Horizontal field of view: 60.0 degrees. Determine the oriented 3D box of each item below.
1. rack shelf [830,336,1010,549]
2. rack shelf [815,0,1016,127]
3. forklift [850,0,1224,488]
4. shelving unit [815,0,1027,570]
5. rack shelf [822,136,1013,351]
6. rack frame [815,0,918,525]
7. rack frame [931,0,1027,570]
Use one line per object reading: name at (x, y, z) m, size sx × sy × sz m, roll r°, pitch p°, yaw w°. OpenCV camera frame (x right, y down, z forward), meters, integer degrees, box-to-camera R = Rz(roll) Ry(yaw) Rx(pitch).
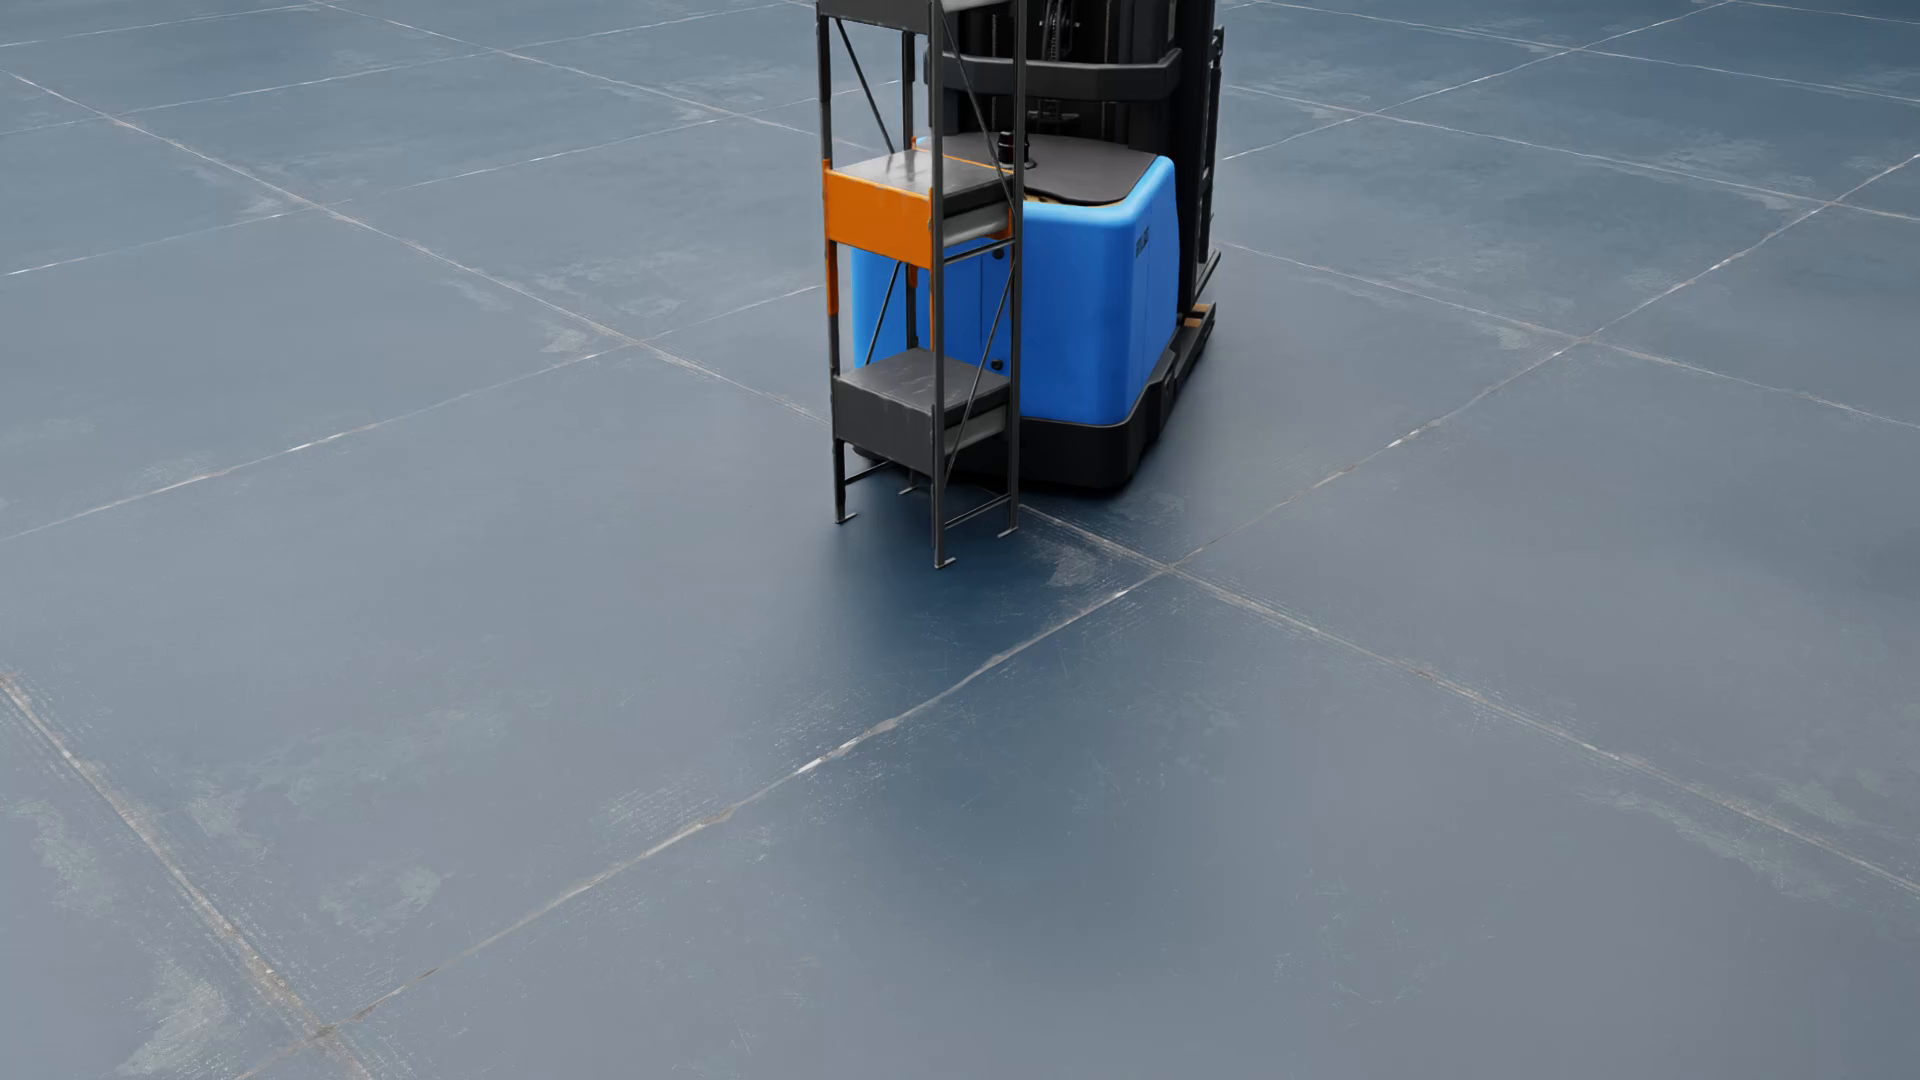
rack shelf at (-0.119, -0.343, 5.677) m, size 0.480 × 0.518 × 0.431 m, roll 24°, pitch 36°, yaw 38°
rack shelf at (-0.119, -1.584, 5.030) m, size 0.480 × 0.518 × 0.431 m, roll 24°, pitch 36°, yaw 38°
forklift at (0.516, -2.151, 6.692) m, size 1.130 × 2.935 × 3.031 m, roll 8°, pitch 29°, yaw 15°
shelving unit at (-0.119, -0.976, 5.347) m, size 0.503 × 2.100 × 0.431 m, roll 24°, pitch 36°, yaw 38°
rack shelf at (-0.119, -0.964, 5.353) m, size 0.480 × 0.518 × 0.431 m, roll 24°, pitch 36°, yaw 38°
rack frame at (-0.296, -1.053, 5.496) m, size 0.015 × 2.100 × 0.400 m, roll 24°, pitch 36°, yaw 38°
rack frame at (0.058, -0.898, 5.198) m, size 0.015 × 2.100 × 0.400 m, roll 24°, pitch 36°, yaw 38°
